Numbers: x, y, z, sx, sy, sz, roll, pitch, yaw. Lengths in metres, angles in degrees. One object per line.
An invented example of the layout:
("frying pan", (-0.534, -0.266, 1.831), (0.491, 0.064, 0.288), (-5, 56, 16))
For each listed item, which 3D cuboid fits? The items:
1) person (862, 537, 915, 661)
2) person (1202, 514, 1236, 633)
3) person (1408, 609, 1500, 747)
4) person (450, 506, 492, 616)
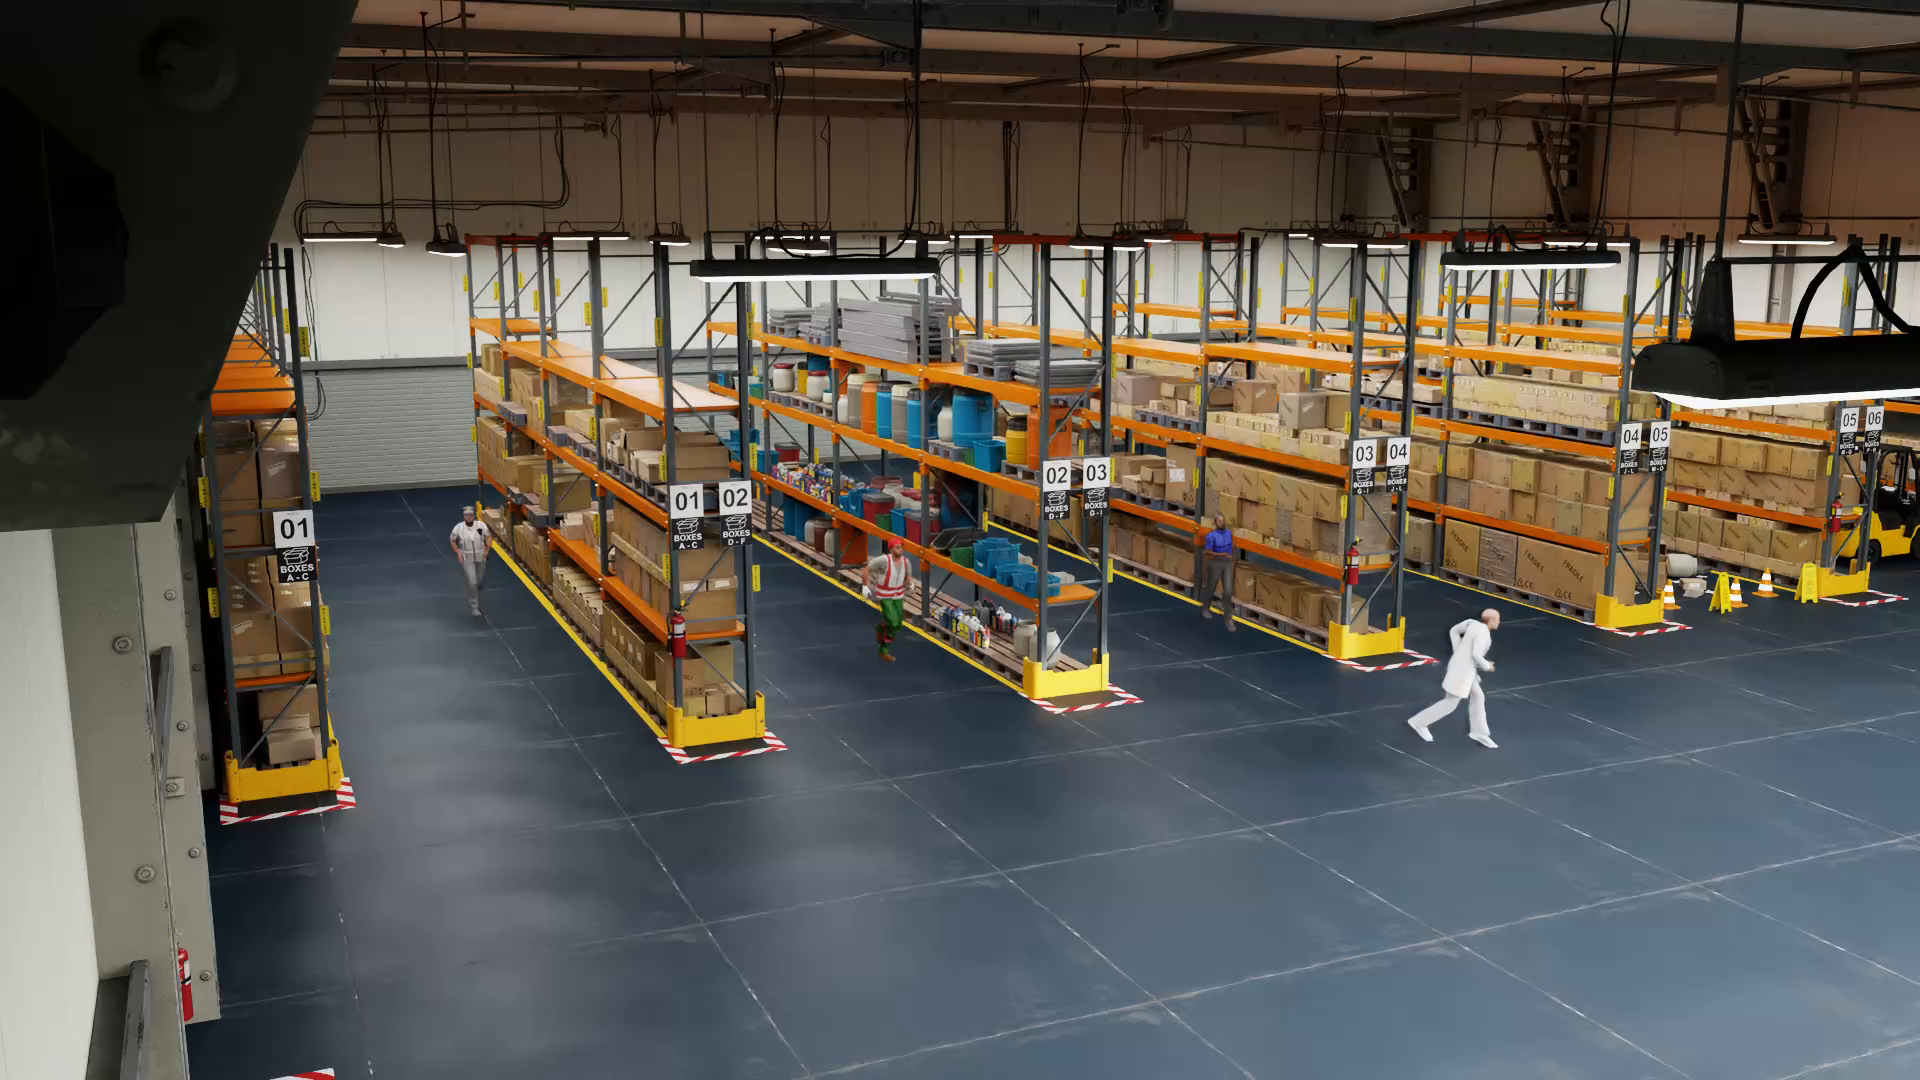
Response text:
("person", (-0.932, 0.820, 22.865), (0.710, 1.747, 0.664), (-8, 14, -36))
("person", (3.935, 0.467, 25.068), (0.583, 1.748, 0.737), (-4, 12, -18))
("person", (5.995, 1.676, 20.128), (1.098, 1.739, 0.752), (0, 11, -2))
("person", (-7.925, 0.302, 27.011), (0.658, 1.800, 0.786), (-5, 12, -25))
